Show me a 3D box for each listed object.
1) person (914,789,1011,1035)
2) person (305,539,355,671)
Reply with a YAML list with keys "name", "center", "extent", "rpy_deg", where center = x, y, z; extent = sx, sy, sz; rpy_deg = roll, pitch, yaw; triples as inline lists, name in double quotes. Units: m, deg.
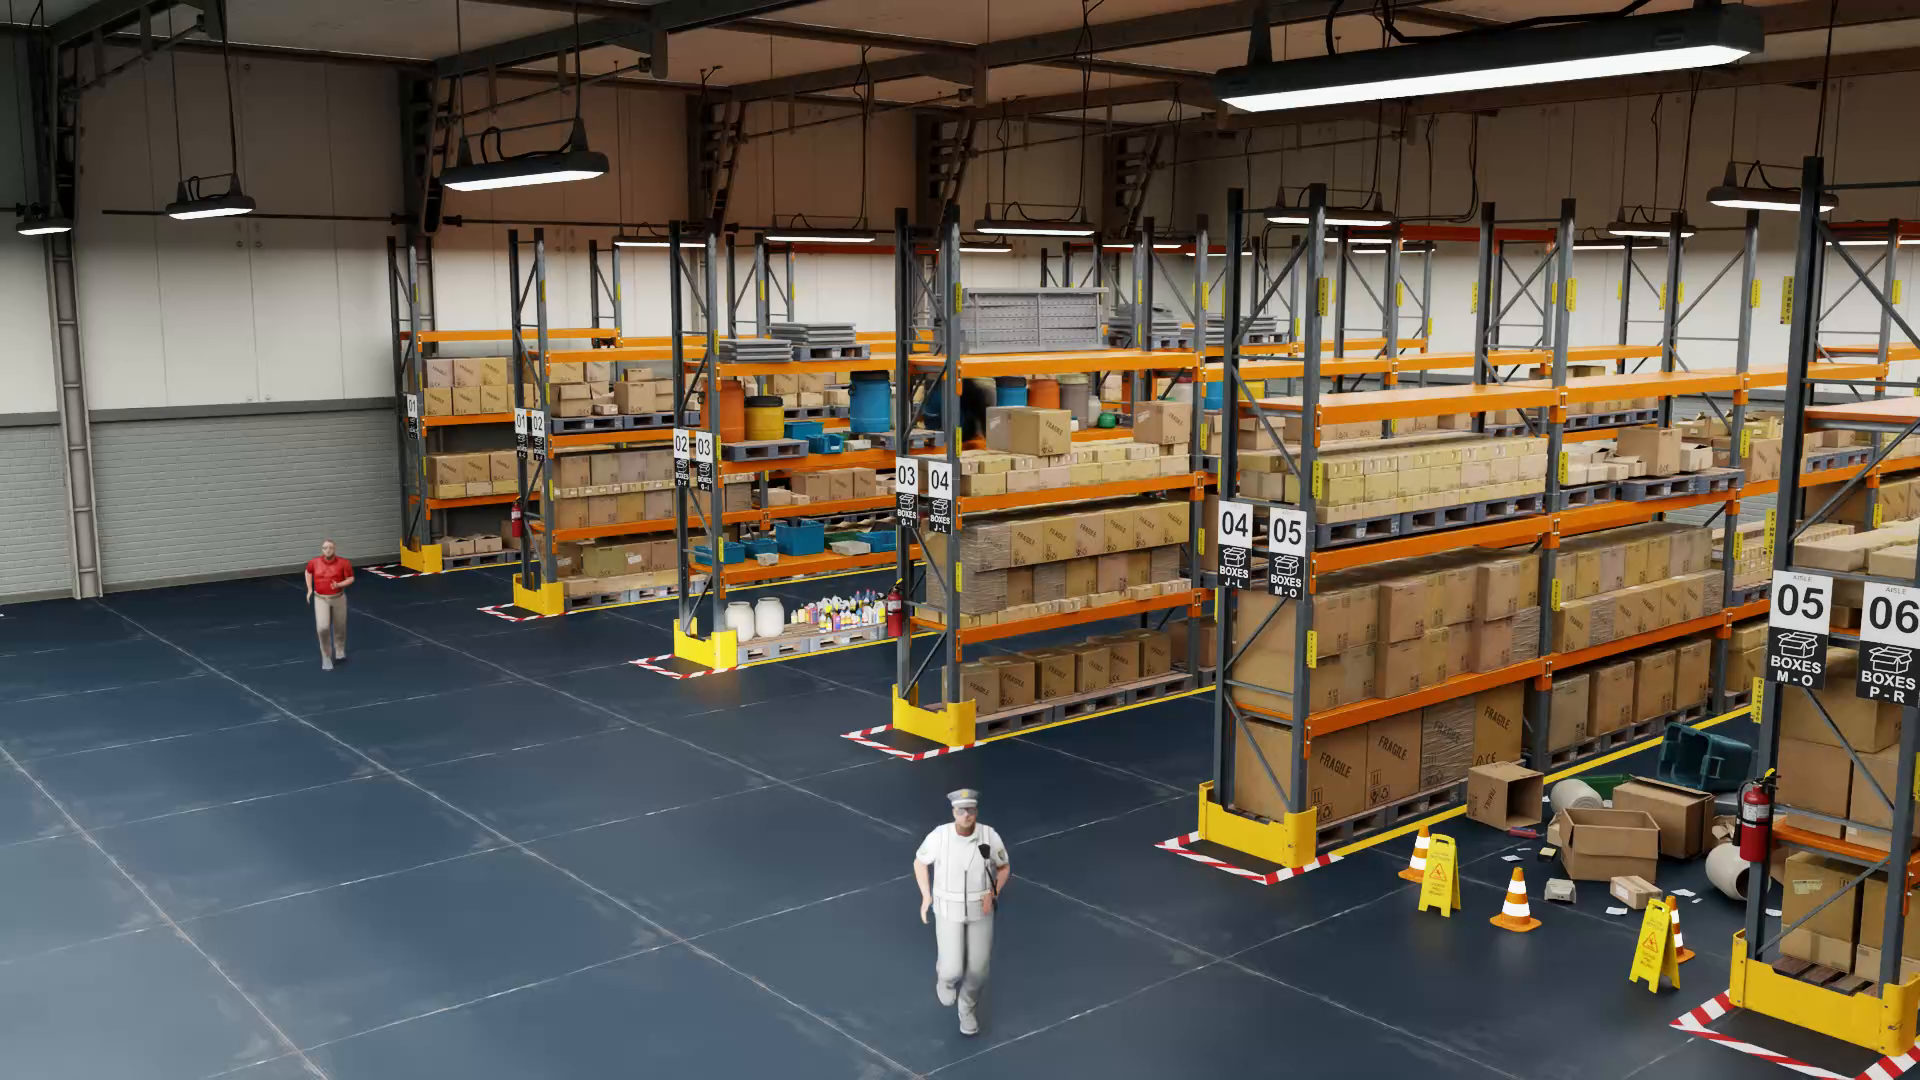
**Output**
- name: "person"
  center: [0.027, 2.559, 11.541]
  extent: [0.668, 1.740, 0.596]
  rpy_deg: [-1, 9, -5]
- name: "person"
  center: [-8.519, 0.878, 22.536]
  extent: [0.628, 1.793, 0.854]
  rpy_deg: [-3, 9, -19]
